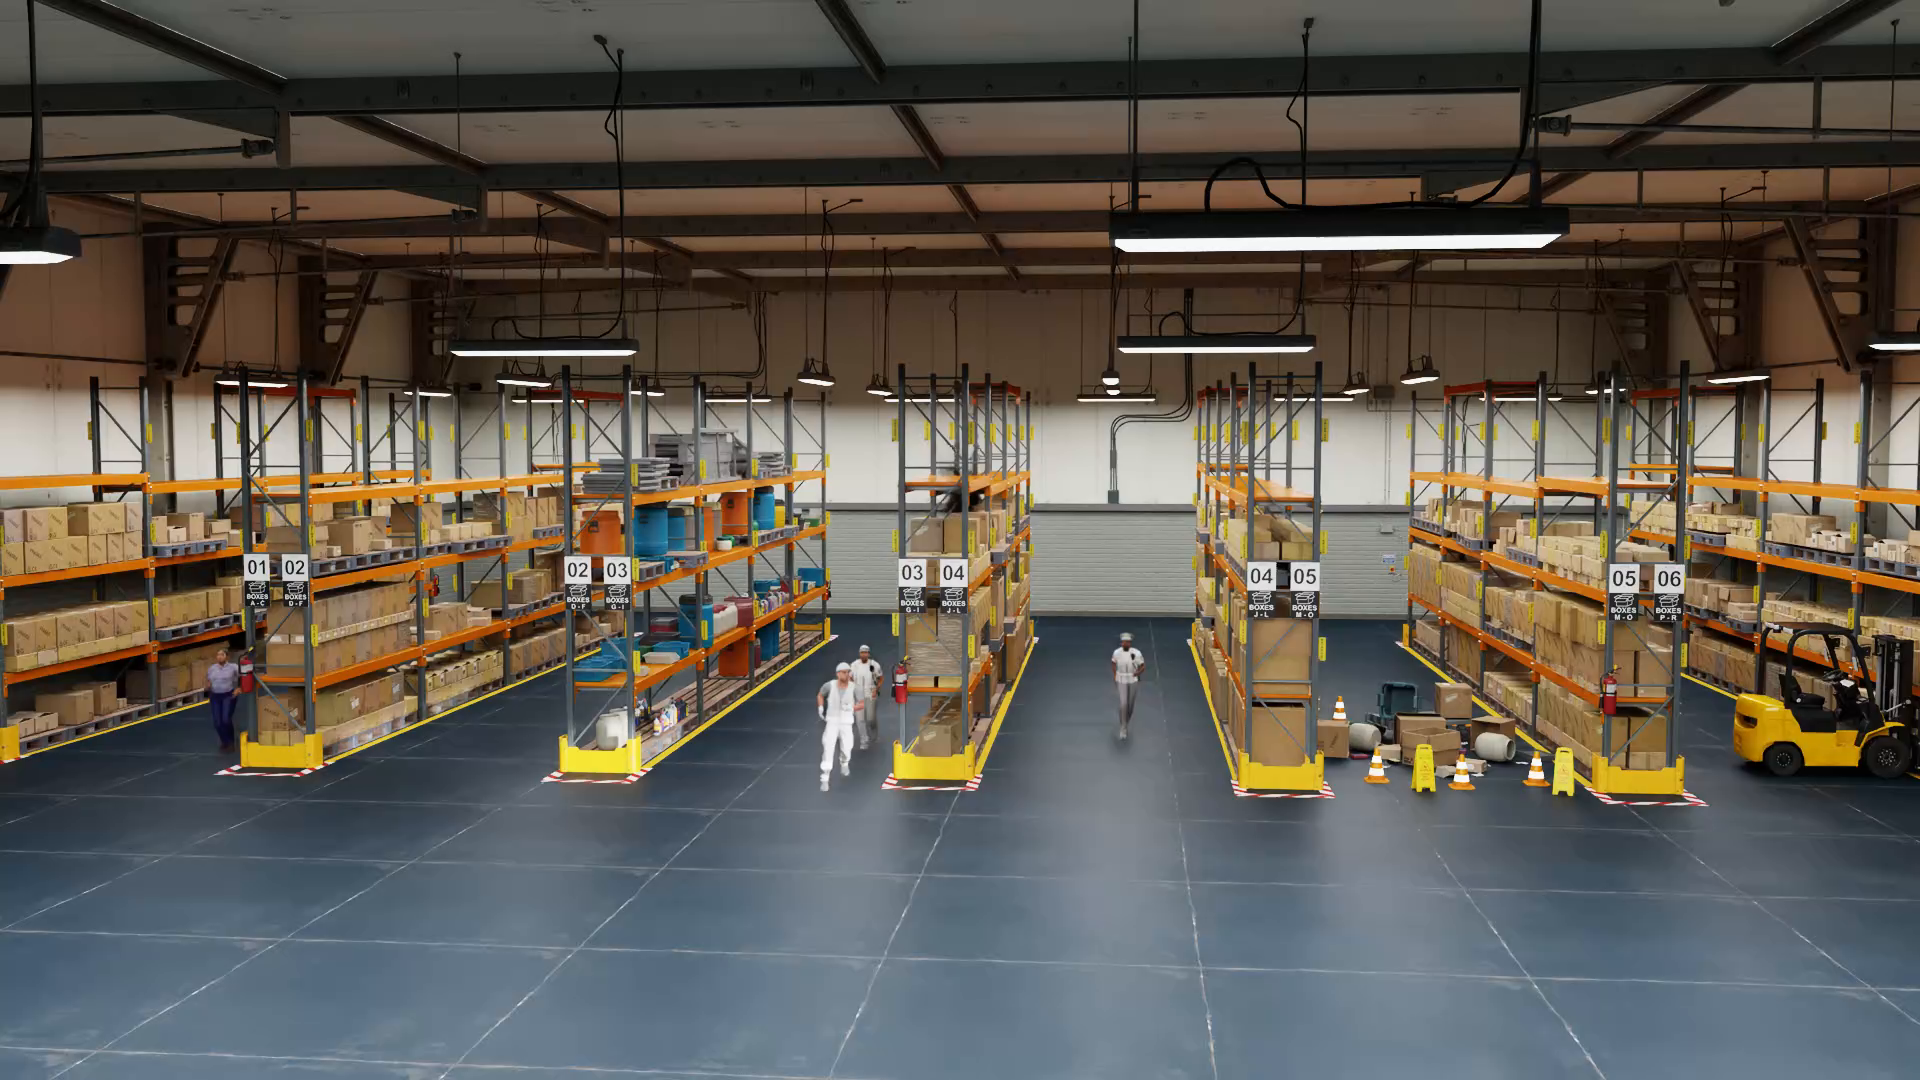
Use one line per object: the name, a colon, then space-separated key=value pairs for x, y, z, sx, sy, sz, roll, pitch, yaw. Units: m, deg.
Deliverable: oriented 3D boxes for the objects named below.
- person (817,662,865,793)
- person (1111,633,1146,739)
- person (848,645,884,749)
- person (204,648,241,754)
person: x=-1.685 y=2.617 z=23.630 sx=0.685 sy=1.760 sz=0.959 roll=0 pitch=4 yaw=-6
person: x=2.781 y=2.383 z=27.623 sx=0.548 sy=1.736 sz=0.812 roll=0 pitch=4 yaw=3
person: x=-1.526 y=2.485 z=26.541 sx=0.614 sy=1.638 sz=0.598 roll=0 pitch=4 yaw=2
person: x=-11.534 y=2.529 z=26.021 sx=0.593 sy=1.664 sz=0.638 roll=0 pitch=4 yaw=-2
